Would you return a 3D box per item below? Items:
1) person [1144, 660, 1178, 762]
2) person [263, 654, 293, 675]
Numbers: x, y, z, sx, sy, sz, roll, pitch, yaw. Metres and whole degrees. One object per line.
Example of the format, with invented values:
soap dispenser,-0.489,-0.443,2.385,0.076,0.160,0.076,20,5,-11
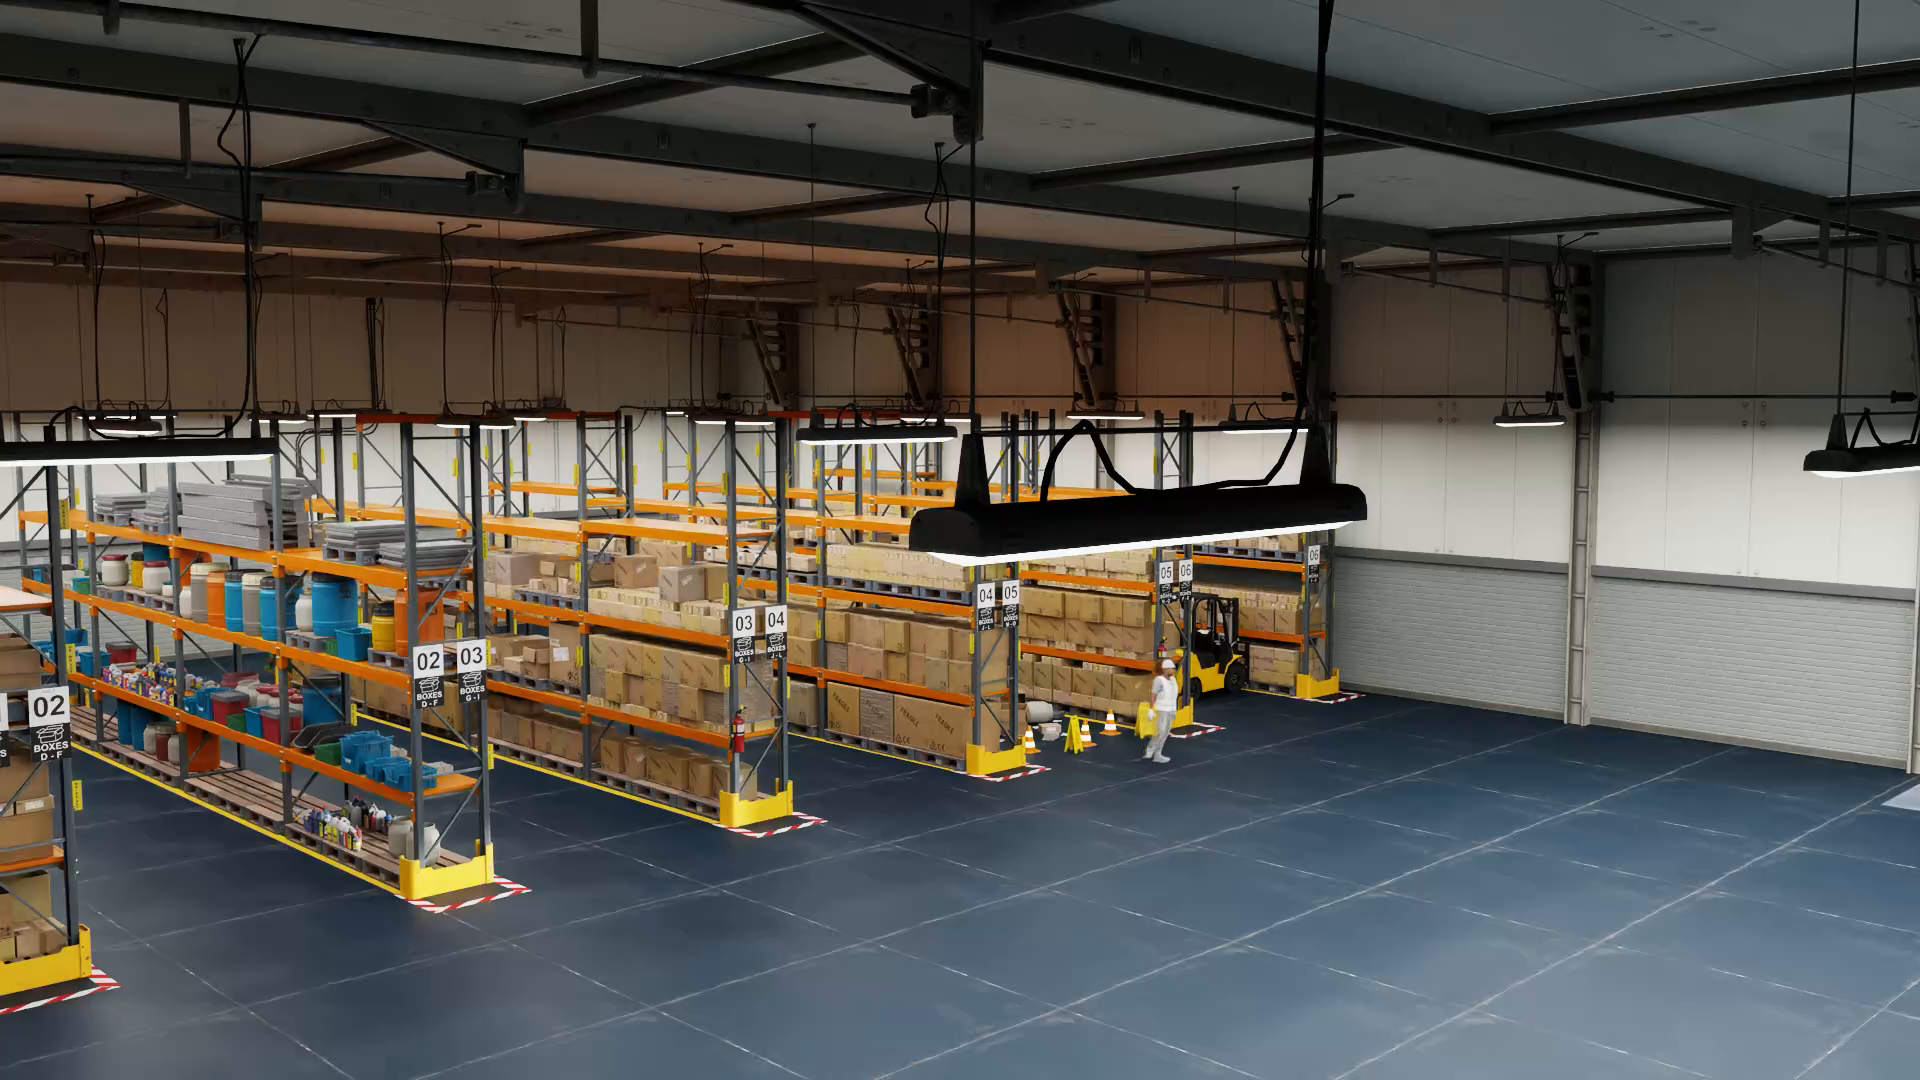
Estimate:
person,3.480,2.951,28.709,0.449,1.769,0.662,5,7,42
person,-15.195,2.207,37.228,0.838,1.827,0.645,-1,5,-16
